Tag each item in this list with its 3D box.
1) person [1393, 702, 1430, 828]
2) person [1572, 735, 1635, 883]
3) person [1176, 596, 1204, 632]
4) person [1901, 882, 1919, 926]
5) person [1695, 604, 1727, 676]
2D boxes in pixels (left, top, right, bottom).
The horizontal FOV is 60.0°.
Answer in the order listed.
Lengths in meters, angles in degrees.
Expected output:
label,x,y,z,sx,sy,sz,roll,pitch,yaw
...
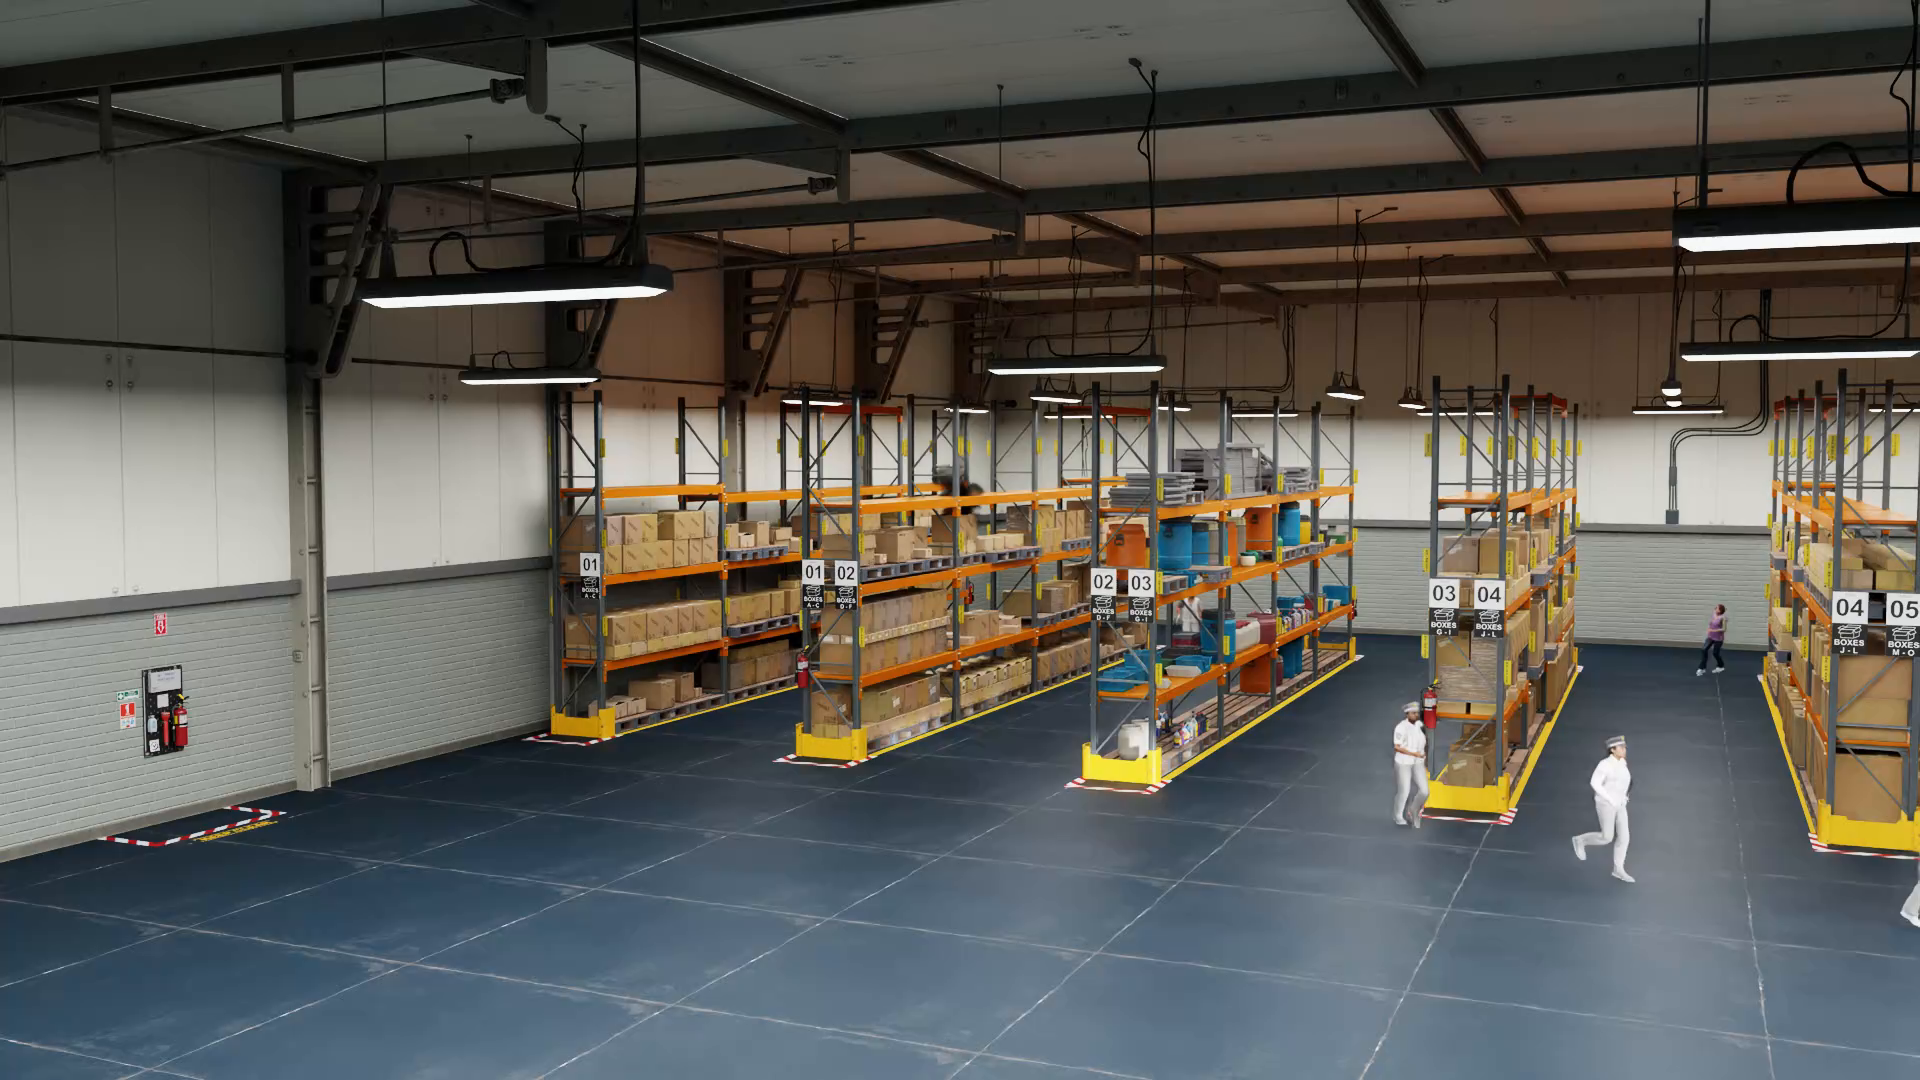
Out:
label,x,y,z,sx,sy,sz,roll,pitch,yaw
person,5.960,2.970,21.863,0.593,1.725,0.679,-1,3,-19
person,7.574,3.104,19.487,0.590,1.681,0.812,-2,4,-37
person,5.416,1.947,39.167,0.654,1.741,0.738,0,3,7
person,10.011,3.238,16.979,0.534,1.727,0.814,-1,3,-22
person,16.553,2.187,36.424,0.792,1.582,0.544,-1,3,-23
